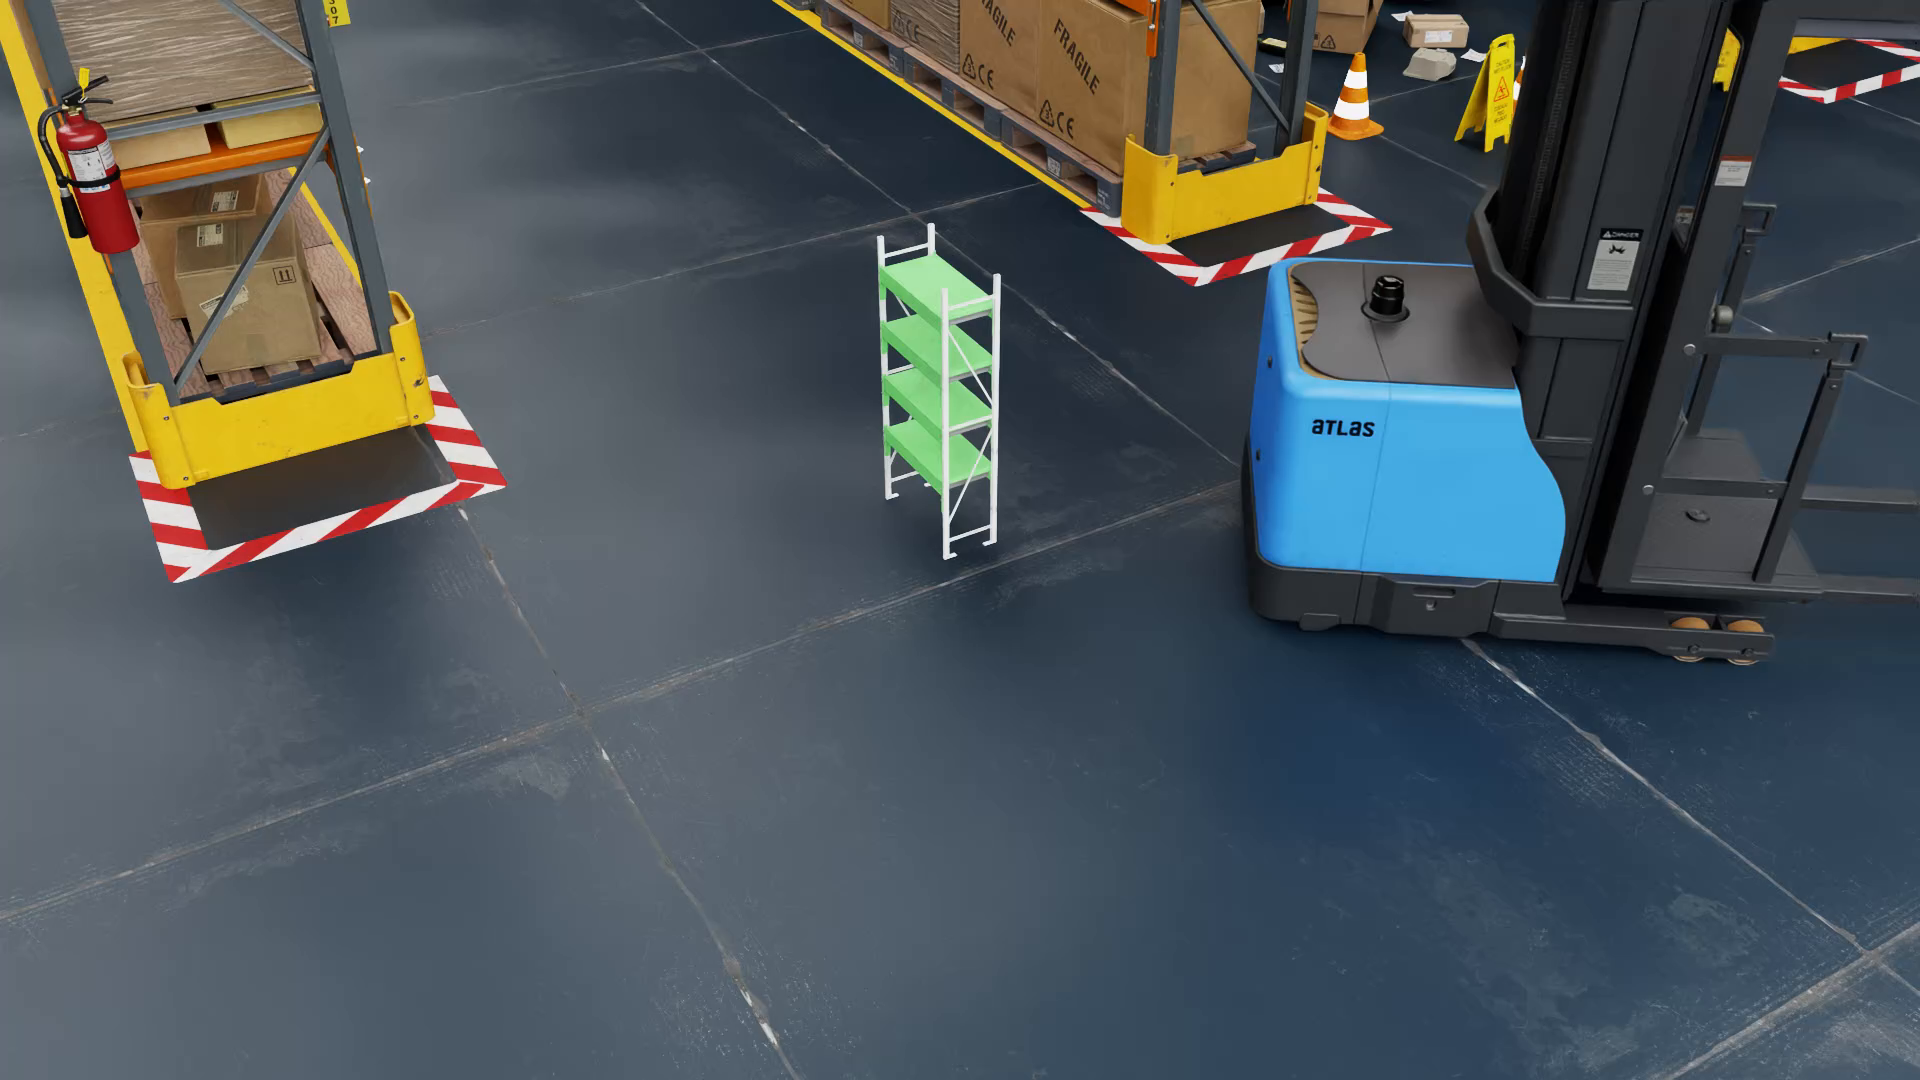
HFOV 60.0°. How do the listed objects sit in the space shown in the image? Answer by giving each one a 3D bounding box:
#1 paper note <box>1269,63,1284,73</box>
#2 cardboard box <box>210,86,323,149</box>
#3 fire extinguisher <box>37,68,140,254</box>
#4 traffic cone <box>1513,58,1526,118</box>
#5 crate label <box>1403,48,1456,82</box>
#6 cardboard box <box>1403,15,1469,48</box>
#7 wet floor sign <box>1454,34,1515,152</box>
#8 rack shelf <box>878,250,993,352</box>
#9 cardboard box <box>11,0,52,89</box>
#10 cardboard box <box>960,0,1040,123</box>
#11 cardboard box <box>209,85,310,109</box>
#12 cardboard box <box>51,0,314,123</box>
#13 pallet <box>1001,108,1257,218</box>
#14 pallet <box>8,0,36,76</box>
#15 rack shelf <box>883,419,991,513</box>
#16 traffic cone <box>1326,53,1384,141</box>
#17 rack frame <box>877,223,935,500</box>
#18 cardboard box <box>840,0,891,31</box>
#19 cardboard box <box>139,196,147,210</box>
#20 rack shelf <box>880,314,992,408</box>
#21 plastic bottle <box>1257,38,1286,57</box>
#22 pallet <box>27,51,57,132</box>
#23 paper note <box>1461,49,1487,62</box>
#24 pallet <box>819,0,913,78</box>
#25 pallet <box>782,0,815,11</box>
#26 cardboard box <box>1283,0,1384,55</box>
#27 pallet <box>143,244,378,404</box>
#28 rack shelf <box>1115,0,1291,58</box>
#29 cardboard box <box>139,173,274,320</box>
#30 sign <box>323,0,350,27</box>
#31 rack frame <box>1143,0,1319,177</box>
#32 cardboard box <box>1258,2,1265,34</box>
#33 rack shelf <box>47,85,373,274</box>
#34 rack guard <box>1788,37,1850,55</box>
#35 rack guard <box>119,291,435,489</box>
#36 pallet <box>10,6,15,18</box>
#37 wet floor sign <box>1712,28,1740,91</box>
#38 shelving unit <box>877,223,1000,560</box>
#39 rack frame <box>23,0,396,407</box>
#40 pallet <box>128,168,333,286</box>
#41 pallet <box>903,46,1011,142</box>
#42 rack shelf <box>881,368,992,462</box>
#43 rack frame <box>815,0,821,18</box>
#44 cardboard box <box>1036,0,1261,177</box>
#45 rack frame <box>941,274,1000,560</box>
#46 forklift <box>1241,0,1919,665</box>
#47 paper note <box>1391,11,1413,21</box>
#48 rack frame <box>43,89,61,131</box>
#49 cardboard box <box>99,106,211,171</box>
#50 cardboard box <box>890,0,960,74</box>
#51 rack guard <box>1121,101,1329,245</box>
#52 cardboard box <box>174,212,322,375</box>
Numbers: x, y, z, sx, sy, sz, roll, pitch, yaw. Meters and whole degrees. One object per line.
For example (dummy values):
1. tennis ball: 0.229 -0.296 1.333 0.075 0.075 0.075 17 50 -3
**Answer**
1. paper note: 2.137 -3.134 11.016 0.144 0.017 0.142 -6 37 -8
2. cardboard box: -2.841 -1.748 6.813 0.380 0.149 0.250 -19 40 -24
3. fire extinguisher: -3.245 -1.407 6.199 0.296 0.674 0.183 -19 40 -24
4. traffic cone: 3.544 -2.880 10.301 0.336 0.463 0.334 -19 40 -24
5. crate label: 3.096 -3.131 10.921 0.298 0.136 0.250 19 40 24
6. cardboard box: 3.260 -3.488 11.400 0.380 0.149 0.250 0 36 0
7. wet floor sign: 3.162 -2.673 9.863 0.267 0.644 0.232 -26 44 -31
8. rack shelf: -0.083 -0.905 6.266 0.258 0.148 0.480 -19 40 -24
9. cardboard box: -3.511 -2.302 7.022 0.875 0.500 0.500 -19 40 -24
10. cardboard box: 0.594 -3.138 9.948 0.875 0.875 0.875 -20 40 -25
11. cardboard box: -2.950 -1.881 6.996 0.380 0.149 0.250 -19 40 -24
12. cardboard box: -3.156 -2.083 6.721 0.875 0.500 0.500 -19 40 -24
13. pallet: 0.966 -2.310 9.734 1.003 0.211 1.213 -19 40 -24
14. pallet: -5.923 -3.567 11.455 1.003 0.211 1.213 -19 40 -24
15. rack shelf: -0.083 -0.324 6.691 0.258 0.148 0.480 -19 40 -24
16. traffic cone: 2.396 -2.719 10.080 0.336 0.463 0.334 -19 40 -24
17. rack frame: -0.206 -0.693 6.682 0.240 1.200 0.015 -19 40 -24
18. cardboard box: -0.319 -4.062 11.213 0.875 0.875 0.875 -18 40 -23
19. cardboard box: -3.831 -1.737 8.348 0.500 0.500 0.500 -15 39 -20
20. rack shelf: -0.083 -0.711 6.408 0.258 0.148 0.480 -19 40 -24
21. plastic bottle: 2.124 -3.352 11.288 0.283 0.061 0.133 26 44 31
22. pallet: -5.306 -2.944 10.602 1.003 0.211 1.213 -19 40 -24
23. paper note: 3.469 -3.263 11.192 0.142 0.019 0.148 26 44 31
24. pallet: -0.260 -3.555 11.438 1.003 0.211 1.213 -19 40 -24
25. pallet: -1.027 -4.337 12.509 1.003 0.211 1.213 -19 40 -24
26. cardboard box: 2.593 -3.708 11.400 0.637 0.503 0.797 12 38 16
27. pallet: -3.320 -0.971 7.901 1.003 0.211 1.213 -19 40 -24
28. rack shelf: 0.431 -3.781 9.994 1.077 0.370 4.000 -19 40 -24
29. cardboard box: -3.533 -1.412 7.903 0.500 0.500 0.500 -9 37 -12
30. sign: -2.435 -2.144 6.408 0.100 0.325 0.005 -19 40 -24
31. rack frame: 1.435 -3.052 8.385 1.000 3.000 0.127 -19 40 -24
32. cardboard box: 1.882 -3.657 11.532 0.396 0.266 0.258 -12 38 -16
33. rack shelf: -3.909 -2.363 8.052 1.077 0.370 4.000 -19 40 -24
34. rack guard: 5.626 -3.599 11.254 1.175 0.500 0.348 -19 40 -24
35. rack guard: -2.942 -0.663 7.234 1.175 0.500 0.348 -19 40 -24
36. pallet: -6.532 -4.188 12.306 1.003 0.211 1.213 -19 40 -24
37. wet floor sign: 4.835 -3.205 10.592 0.267 0.644 0.232 -6 37 -8
38. shelving unit: -0.083 -0.569 6.512 0.258 1.200 0.503 -19 40 -24
39. rack frame: -2.904 -1.634 6.443 1.000 3.000 0.127 -19 40 -24
40. pallet: -3.929 -1.593 8.751 1.003 0.211 1.213 -19 40 -24
41. pallet: 0.357 -2.932 10.585 1.003 0.211 1.213 -19 40 -24
42. rack shelf: -0.083 -0.517 6.549 0.258 0.148 0.480 -19 40 -24
43. rack frame: -0.574 -5.092 11.178 1.000 3.000 0.127 -19 40 -24
44. cardboard box: 1.038 -2.690 9.335 0.875 0.875 0.875 -19 40 -24
45. rack frame: 0.039 -0.445 6.341 0.240 1.200 0.015 -19 40 -24
46. forklift: 2.646 -1.054 5.708 3.031 2.935 1.130 3 36 4
47. paper note: 3.172 -3.736 11.850 0.148 0.019 0.142 -6 37 -8
48. rack frame: -4.914 -3.673 9.236 1.000 3.000 0.127 -19 40 -24
49. cardboard box: -3.226 -1.616 6.633 0.380 0.149 0.250 -19 40 -24
50. cardboard box: 0.137 -3.603 10.586 0.875 0.875 0.875 -19 40 -24
51. rack guard: 1.448 -2.030 9.106 1.175 0.500 0.348 -19 40 -24
52. cardboard box: -3.203 -1.117 7.500 0.500 0.500 0.500 -12 38 -16
